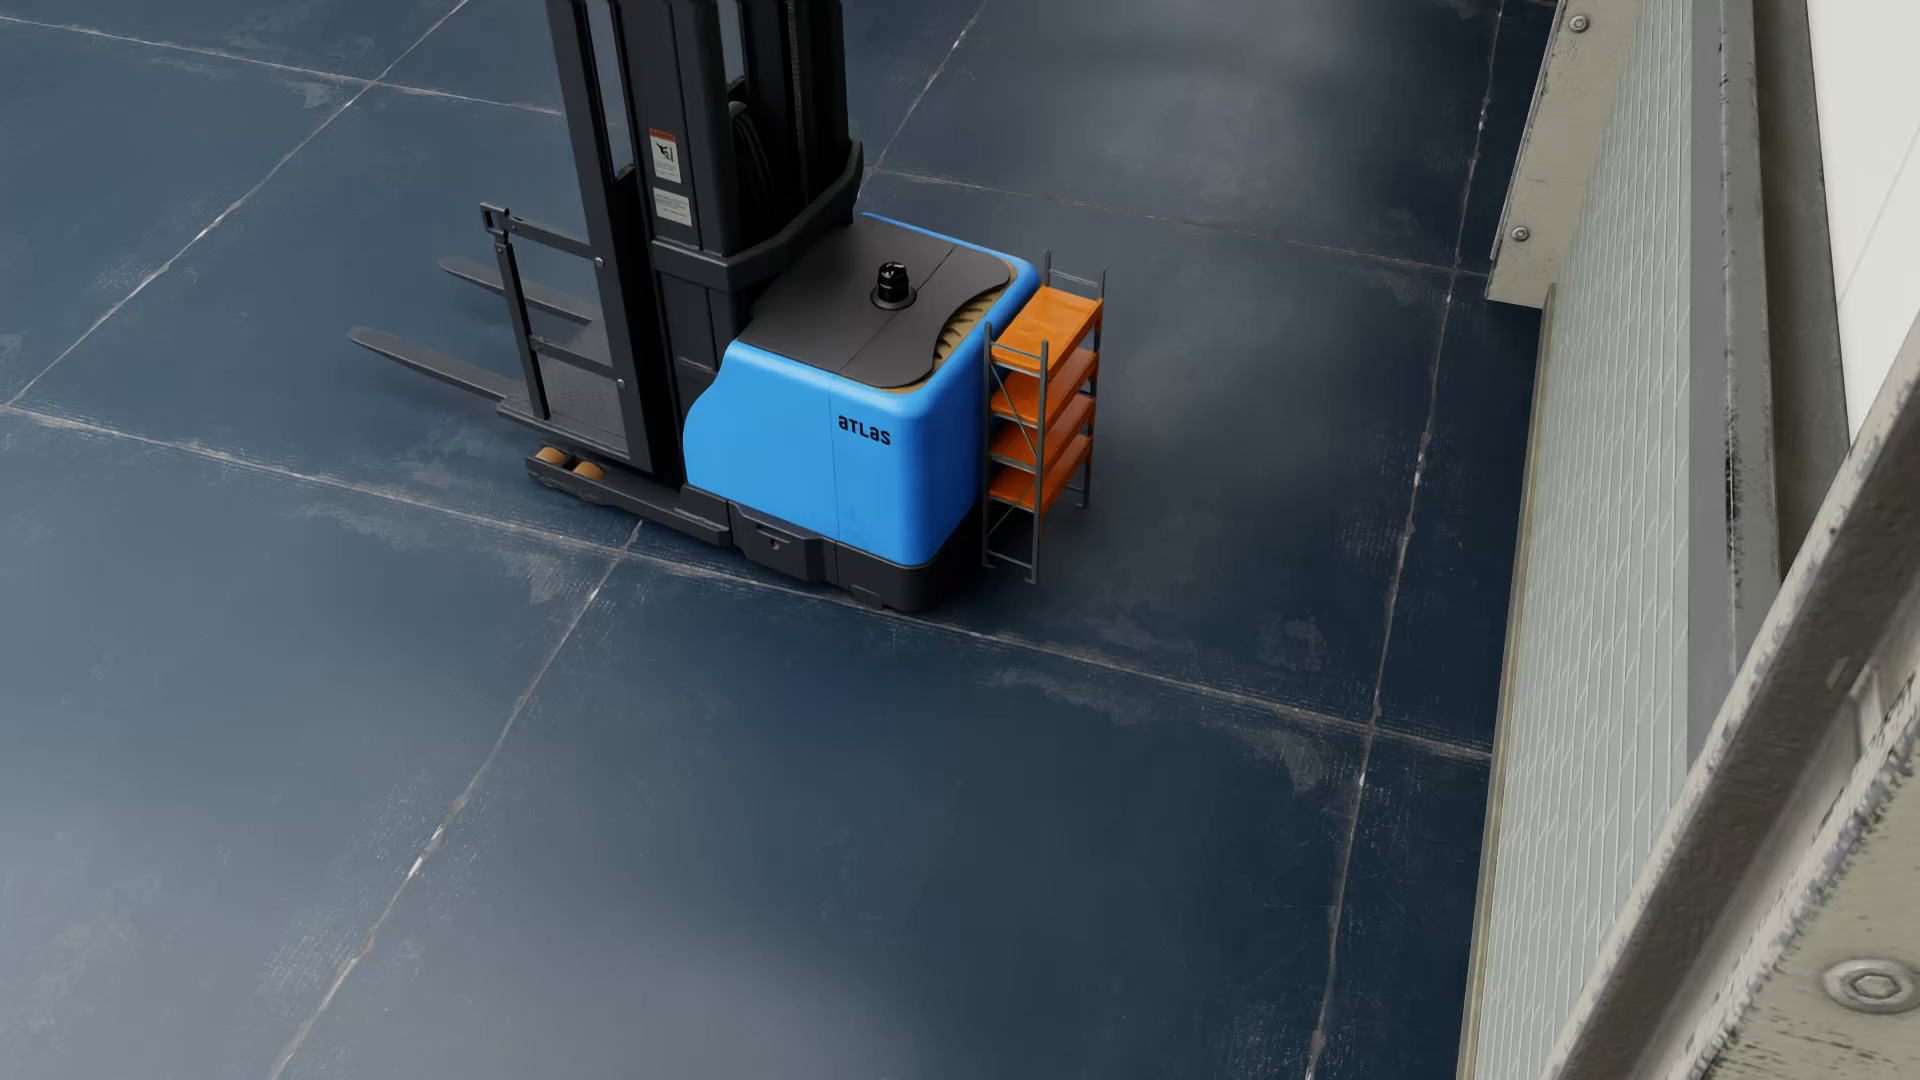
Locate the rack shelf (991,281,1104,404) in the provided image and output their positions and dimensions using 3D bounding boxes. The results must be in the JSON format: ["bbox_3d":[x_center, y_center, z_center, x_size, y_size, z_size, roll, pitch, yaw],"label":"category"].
[{"bbox_3d":[0.309,-0.726,6.072,0.258,0.148,0.480,20,48,19],"label":"rack shelf"}]

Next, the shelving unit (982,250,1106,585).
[{"bbox_3d":[0.309,-0.445,6.347,0.258,1.200,0.503,20,48,19],"label":"shelving unit"}]

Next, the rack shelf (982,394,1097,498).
[{"bbox_3d":[0.309,-0.397,6.394,0.258,0.148,0.480,20,48,19],"label":"rack shelf"}]

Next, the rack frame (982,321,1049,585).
[{"bbox_3d":[0.196,-0.294,6.192,0.240,1.200,0.015,20,48,19],"label":"rack frame"}]

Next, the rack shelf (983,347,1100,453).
[{"bbox_3d":[0.309,-0.557,6.238,0.258,0.148,0.480,20,48,19],"label":"rack shelf"}]

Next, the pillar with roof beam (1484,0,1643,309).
[{"bbox_3d":[-1.397,-5.379,5.813,9.100,9.000,0.400,13,46,13],"label":"pillar with roof beam"}]

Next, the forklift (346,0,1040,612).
[{"bbox_3d":[-1.230,-1.512,6.199,3.031,2.935,1.130,20,48,20],"label":"forklift"}]

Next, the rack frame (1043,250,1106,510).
[{"bbox_3d":[0.421,-0.597,6.502,0.240,1.200,0.015,20,48,19],"label":"rack frame"}]

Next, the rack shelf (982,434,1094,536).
[{"bbox_3d":[0.309,-0.255,6.533,0.258,0.148,0.480,20,48,19],"label":"rack shelf"}]
